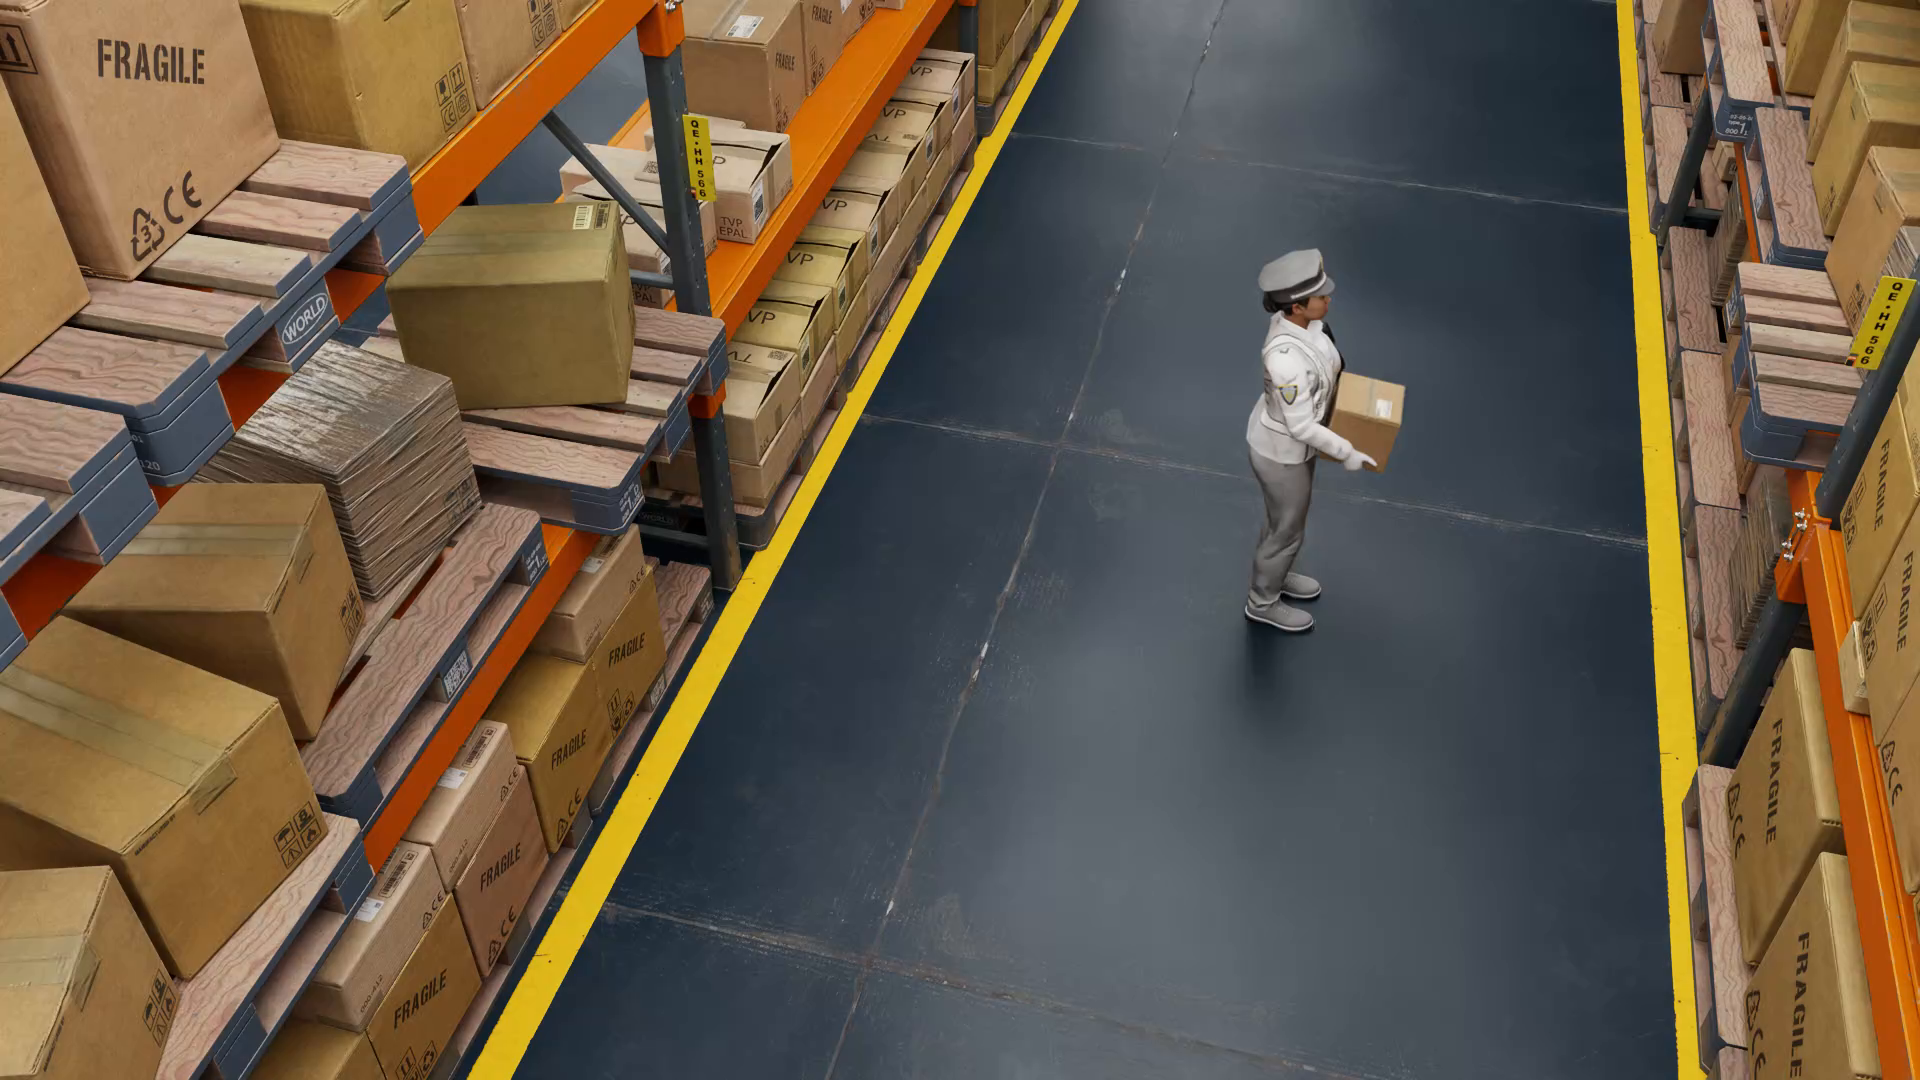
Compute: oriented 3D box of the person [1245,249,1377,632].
[{"bbox_3d":[1.365,-0.372,6.559,0.550,1.690,0.469,10,42,11],"label":"person"}]
